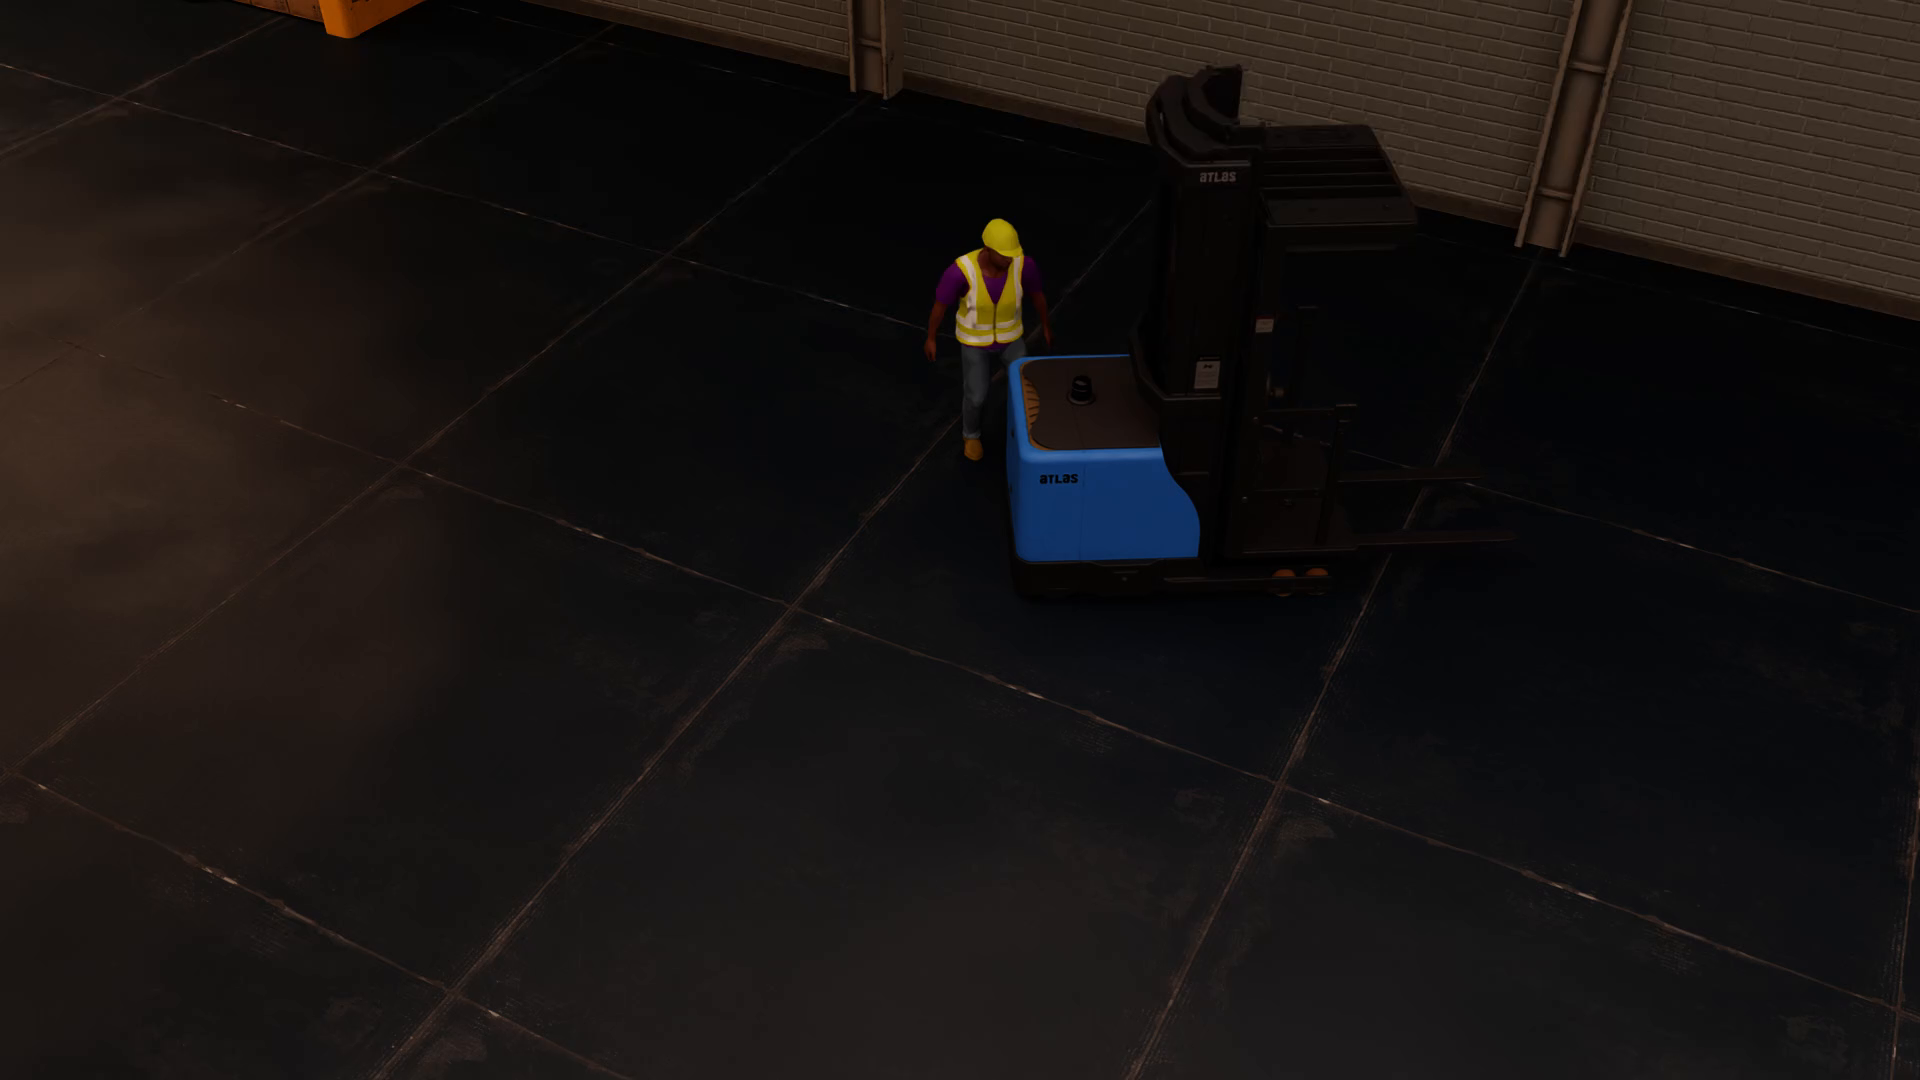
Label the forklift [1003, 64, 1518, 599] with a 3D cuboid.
[{"bbox_3d":[1.808,-1.127,9.325,3.031,2.935,1.130,-2,40,-2],"label":"forklift"}]

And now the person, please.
[{"bbox_3d":[0.224,-1.252,10.404,0.869,1.733,0.442,-10,41,-11],"label":"person"}]
